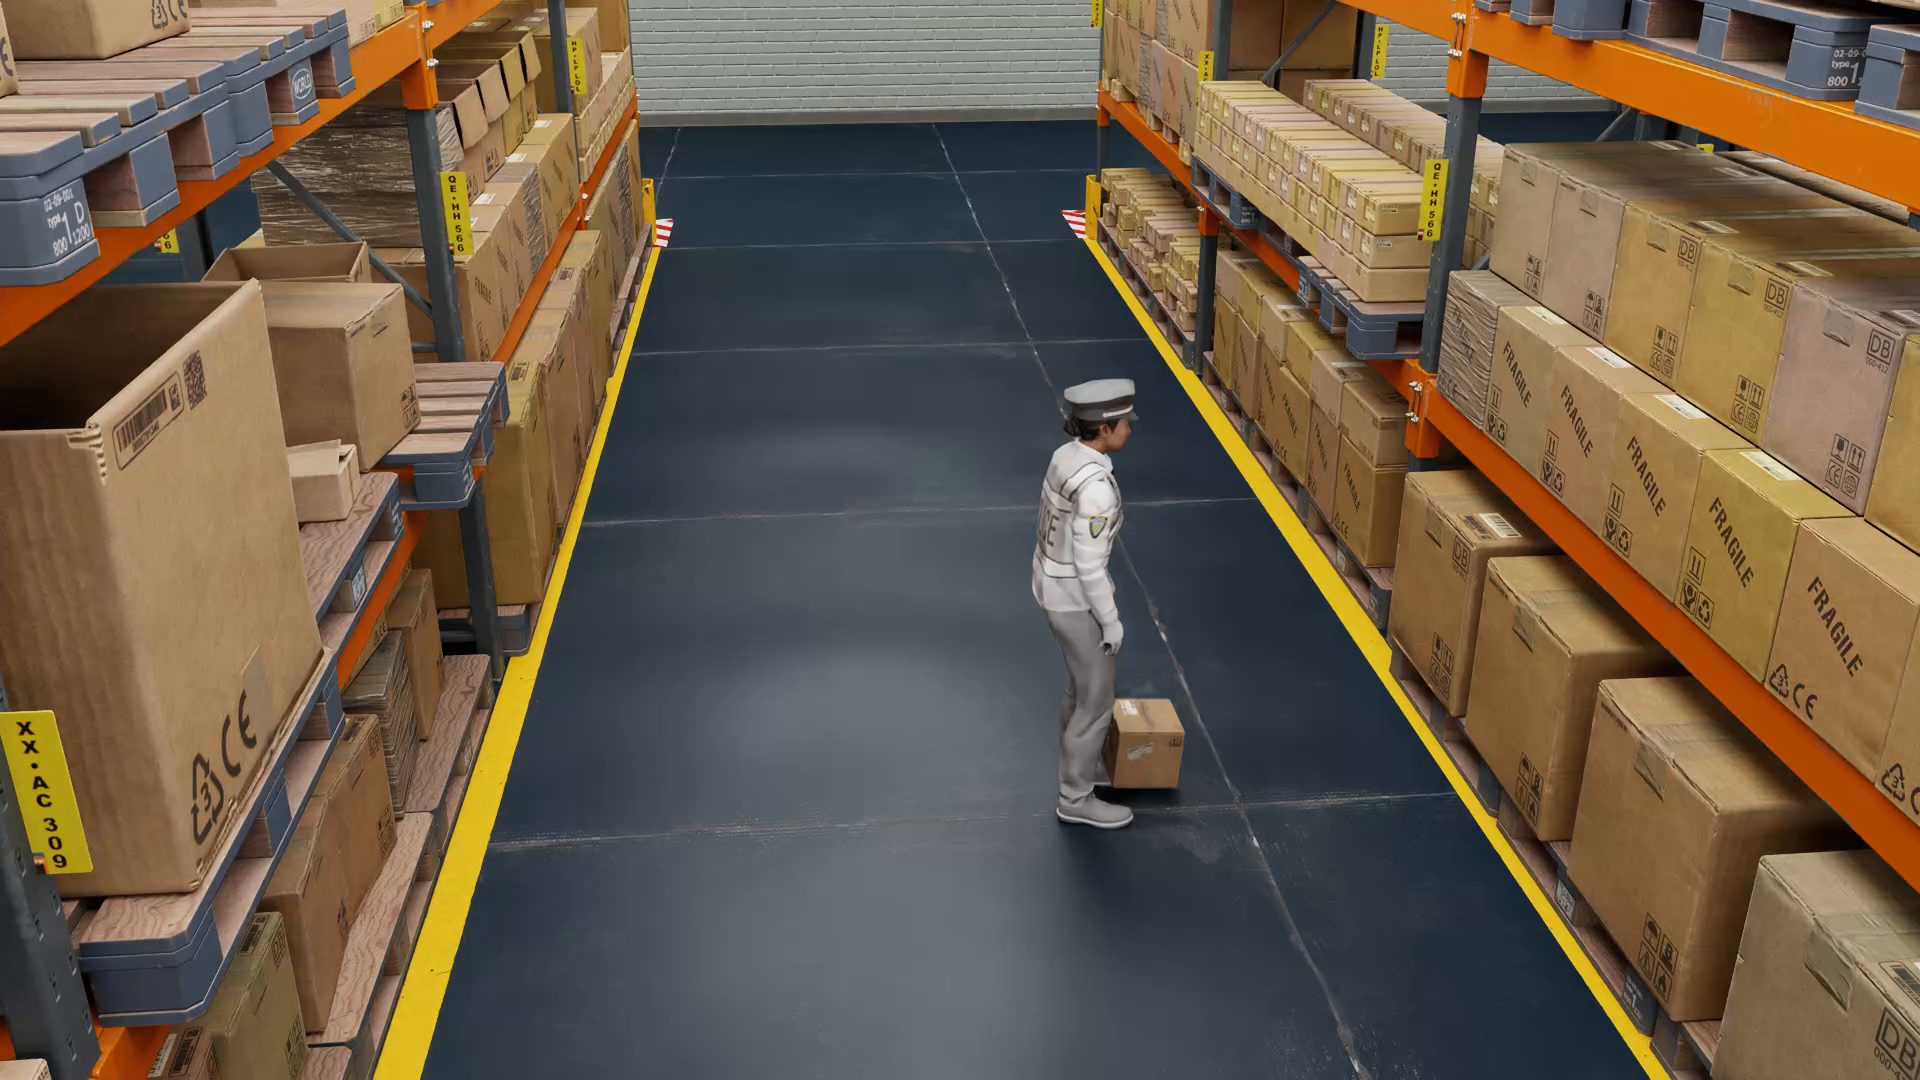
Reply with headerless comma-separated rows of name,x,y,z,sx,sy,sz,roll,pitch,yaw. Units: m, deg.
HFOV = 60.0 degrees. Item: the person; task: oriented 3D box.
person,0.475,0.222,6.092,0.412,1.665,0.513,-3,24,-7
